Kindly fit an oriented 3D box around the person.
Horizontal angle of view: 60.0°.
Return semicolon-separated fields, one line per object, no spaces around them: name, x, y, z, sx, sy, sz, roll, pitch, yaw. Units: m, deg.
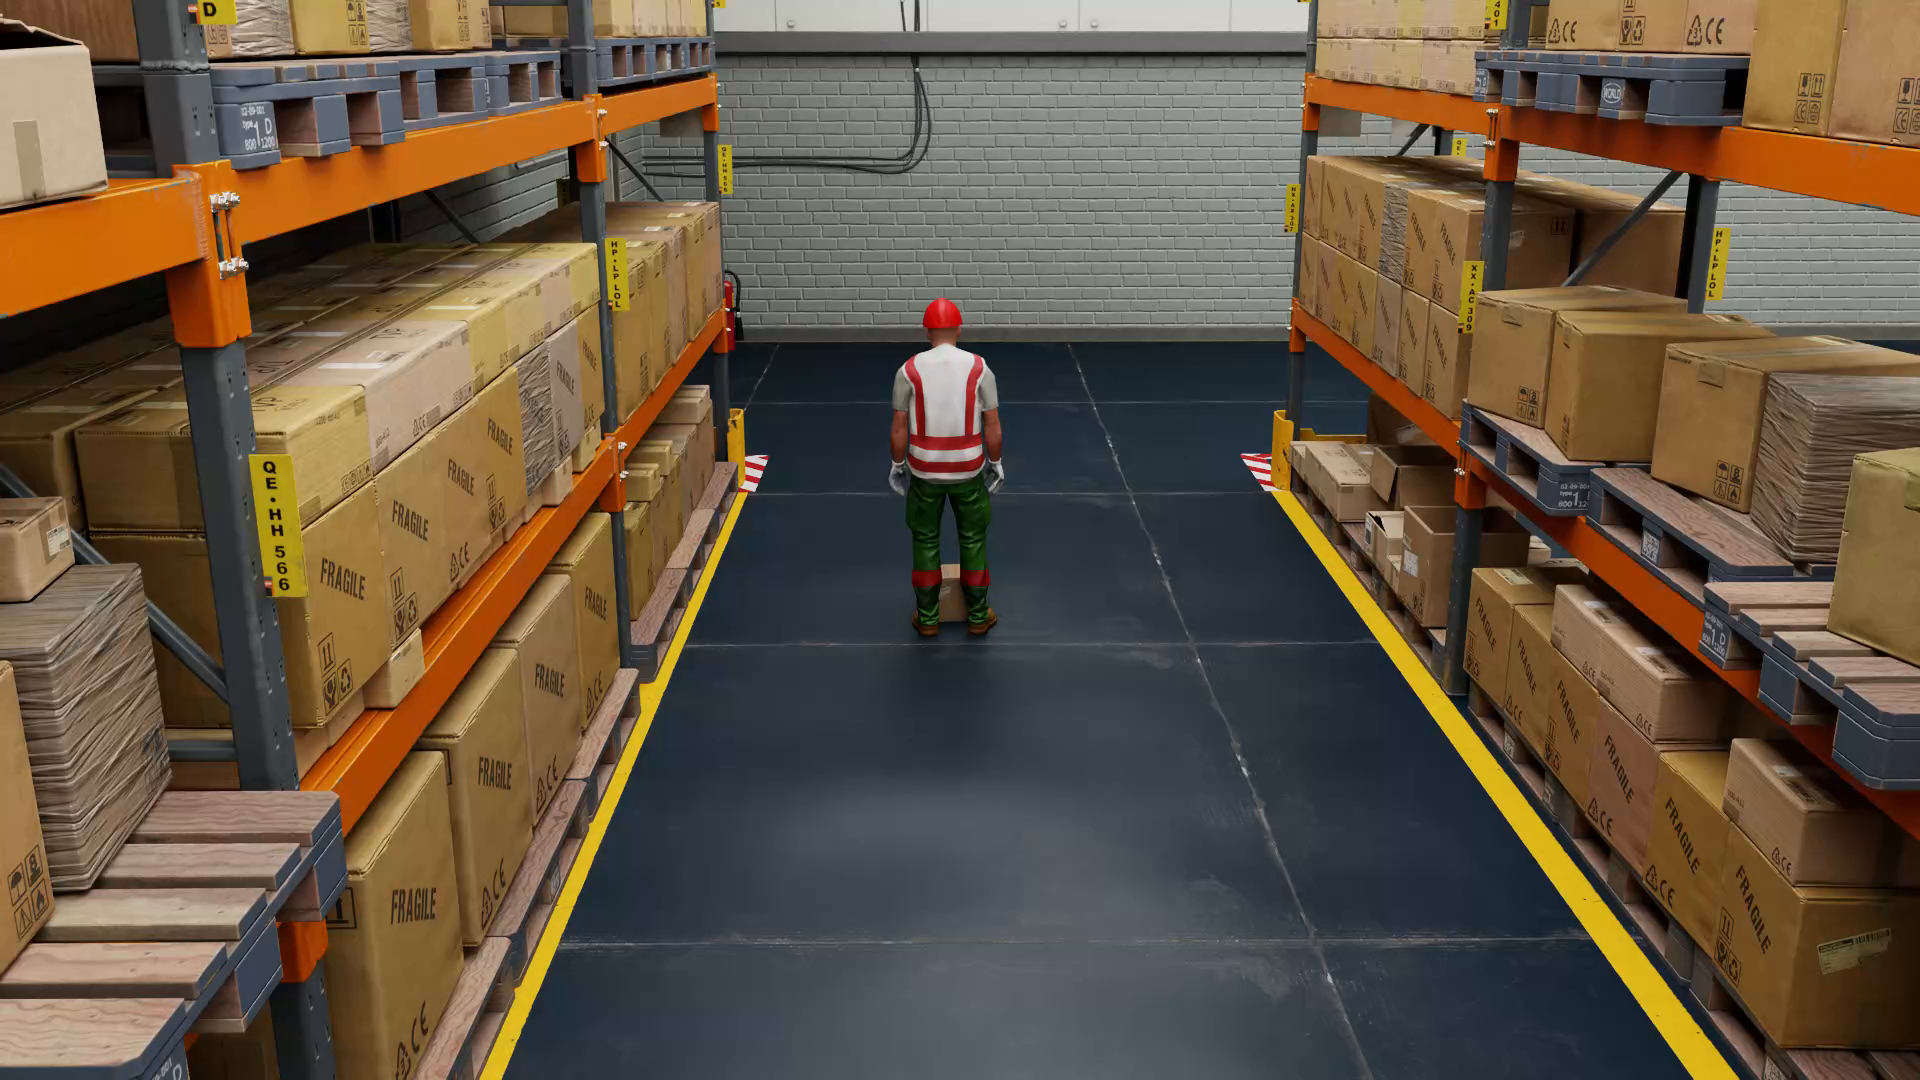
person;-0.070;-0.373;8.741;0.607;1.780;0.450;0;17;-1
